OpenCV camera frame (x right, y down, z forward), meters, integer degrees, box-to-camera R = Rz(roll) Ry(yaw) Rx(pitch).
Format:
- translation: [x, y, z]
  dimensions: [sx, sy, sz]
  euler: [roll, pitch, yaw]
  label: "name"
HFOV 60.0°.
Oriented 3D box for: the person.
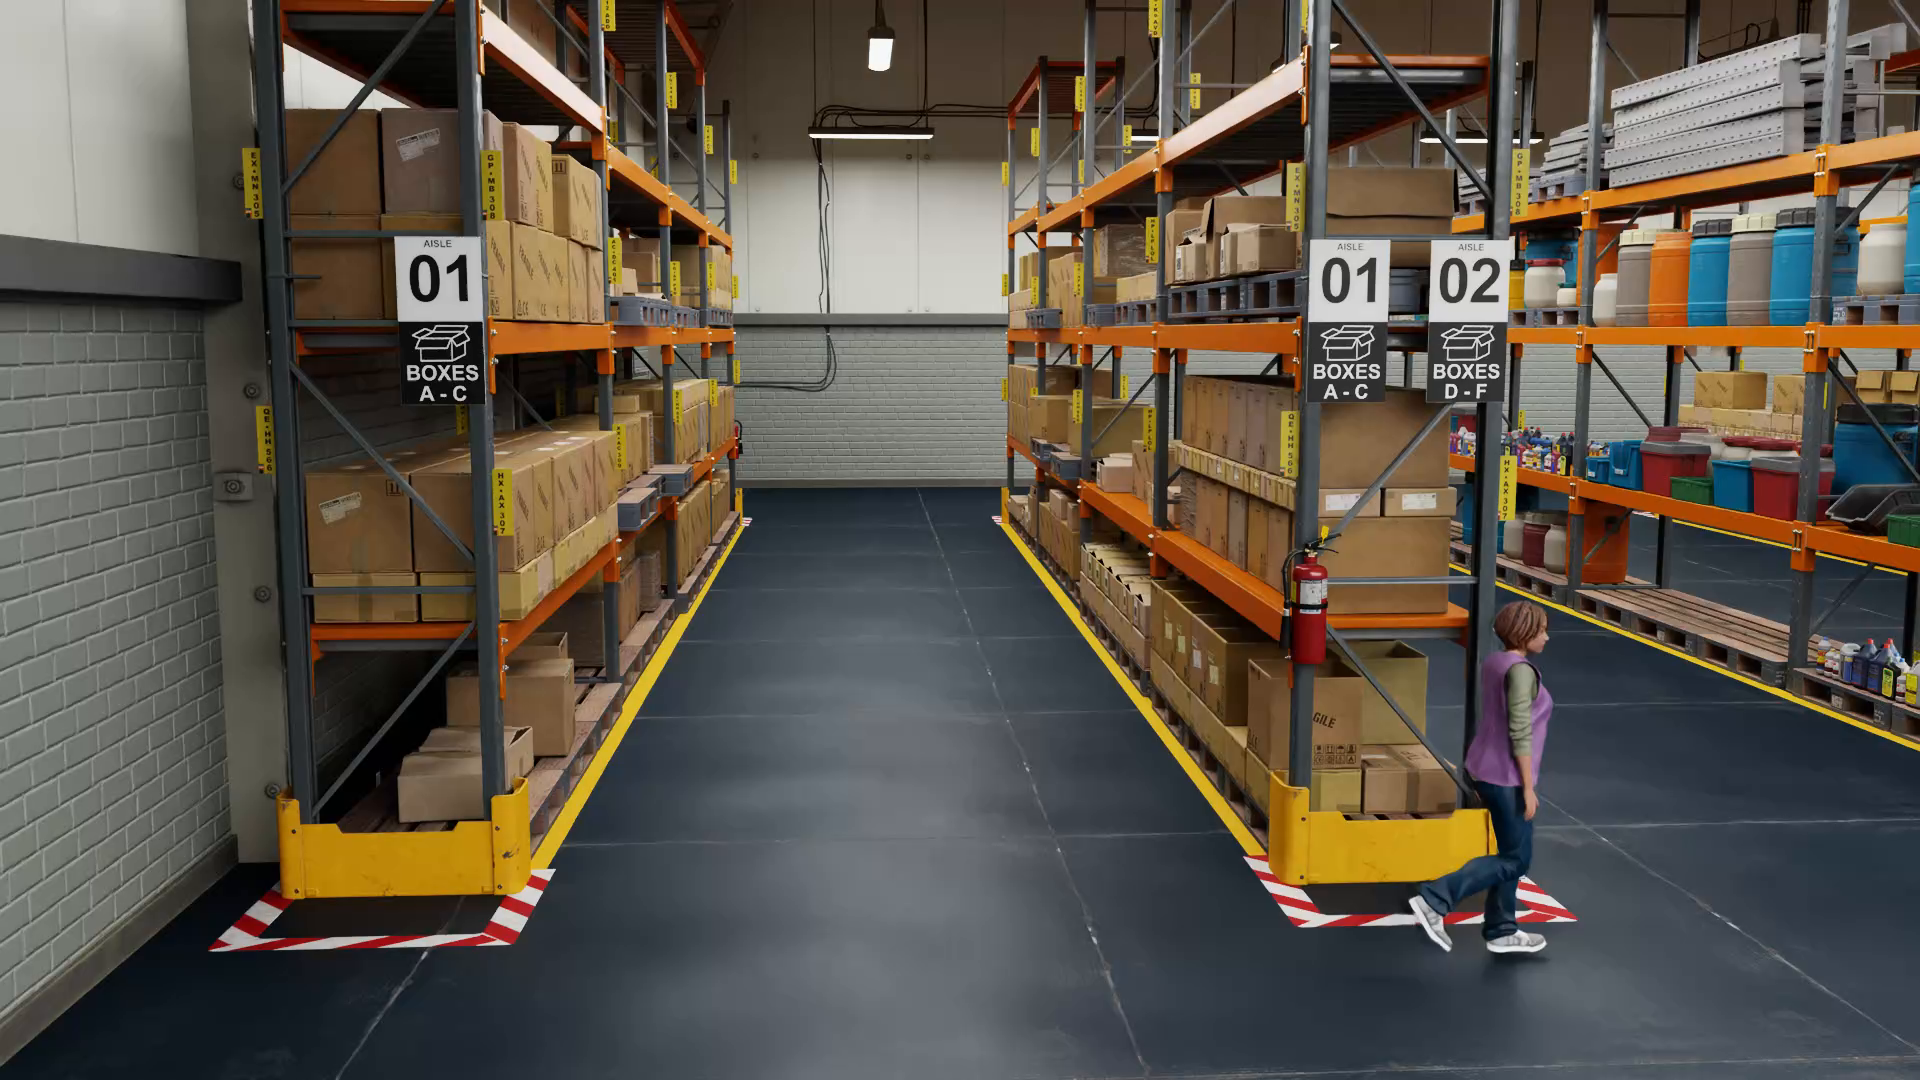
- translation: [2.300, 1.052, 7.254]
  dimensions: [0.613, 1.566, 0.453]
  euler: [0, 7, 0]
  label: "person"
